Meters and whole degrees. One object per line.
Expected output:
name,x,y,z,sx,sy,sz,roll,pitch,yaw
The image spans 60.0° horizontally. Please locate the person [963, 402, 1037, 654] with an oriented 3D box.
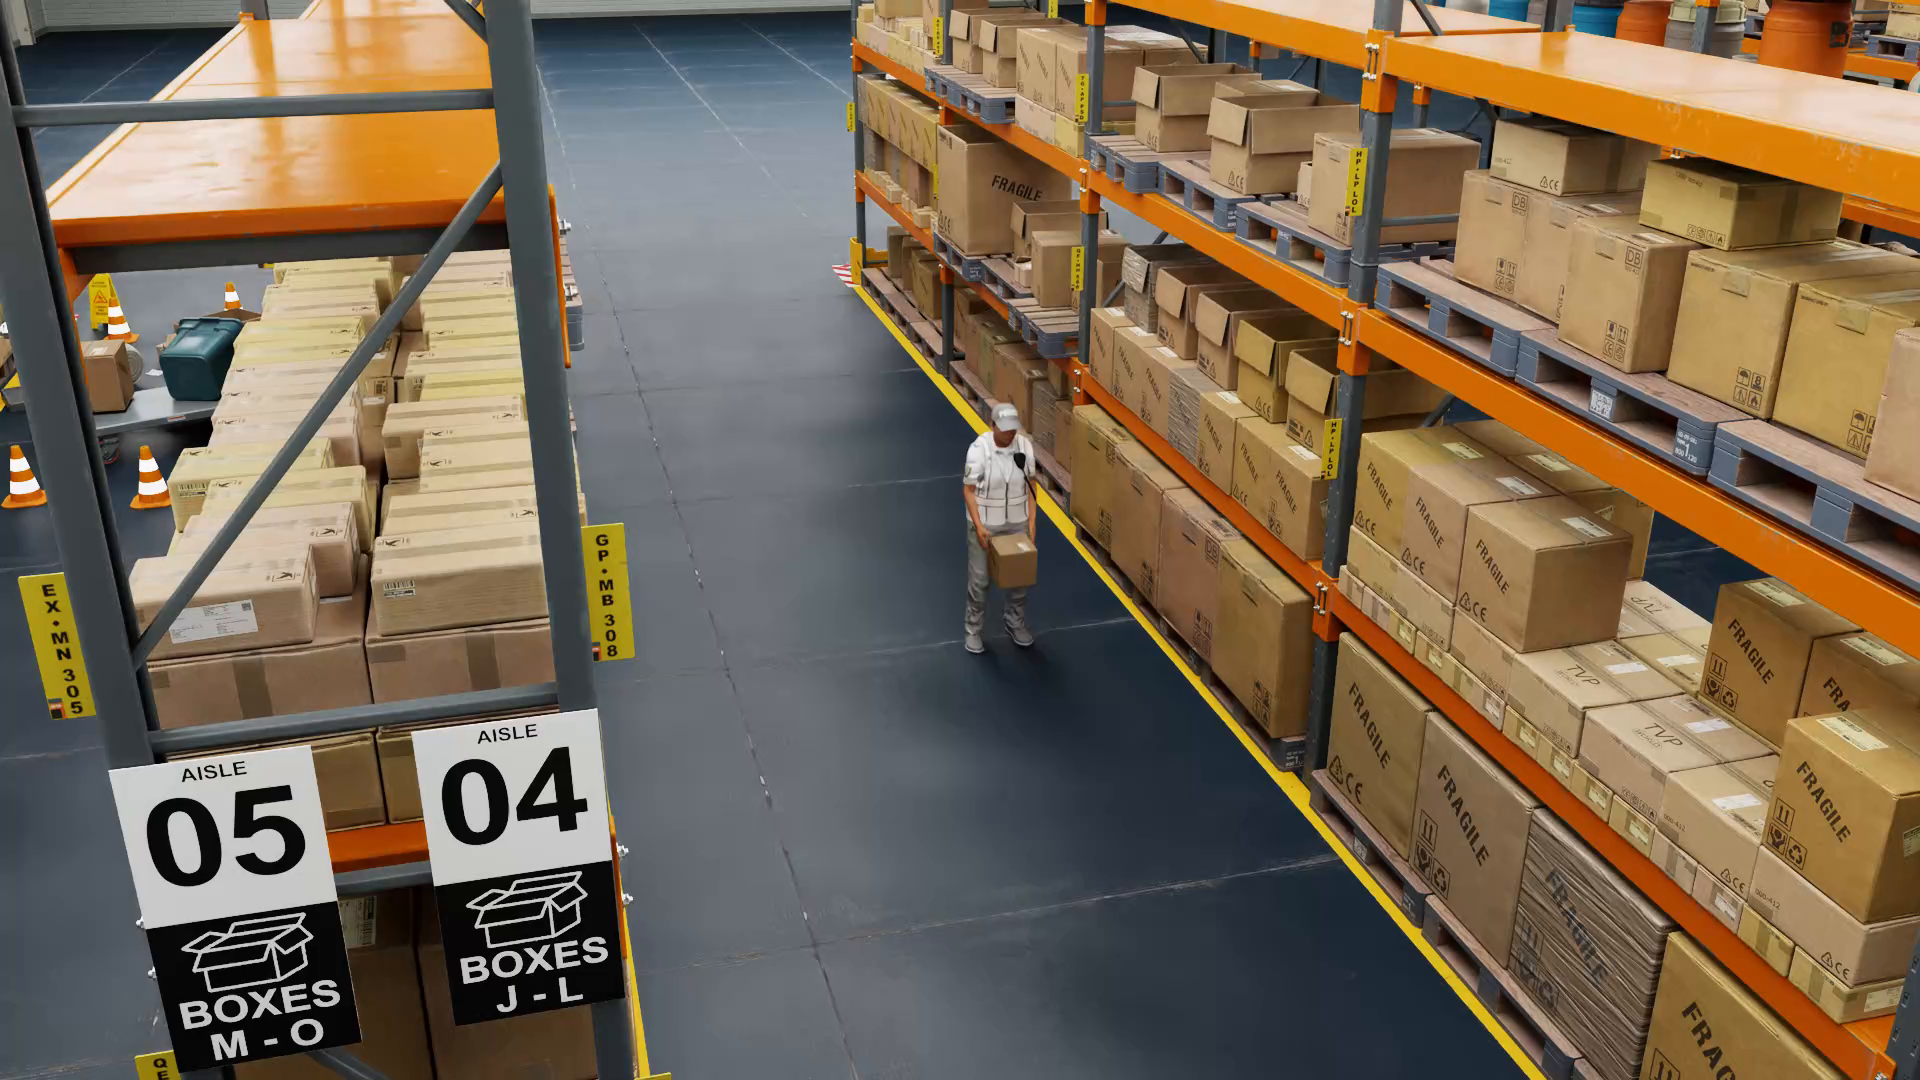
person,0.256,-0.105,10.826,0.516,1.672,0.418,-7,24,-15
